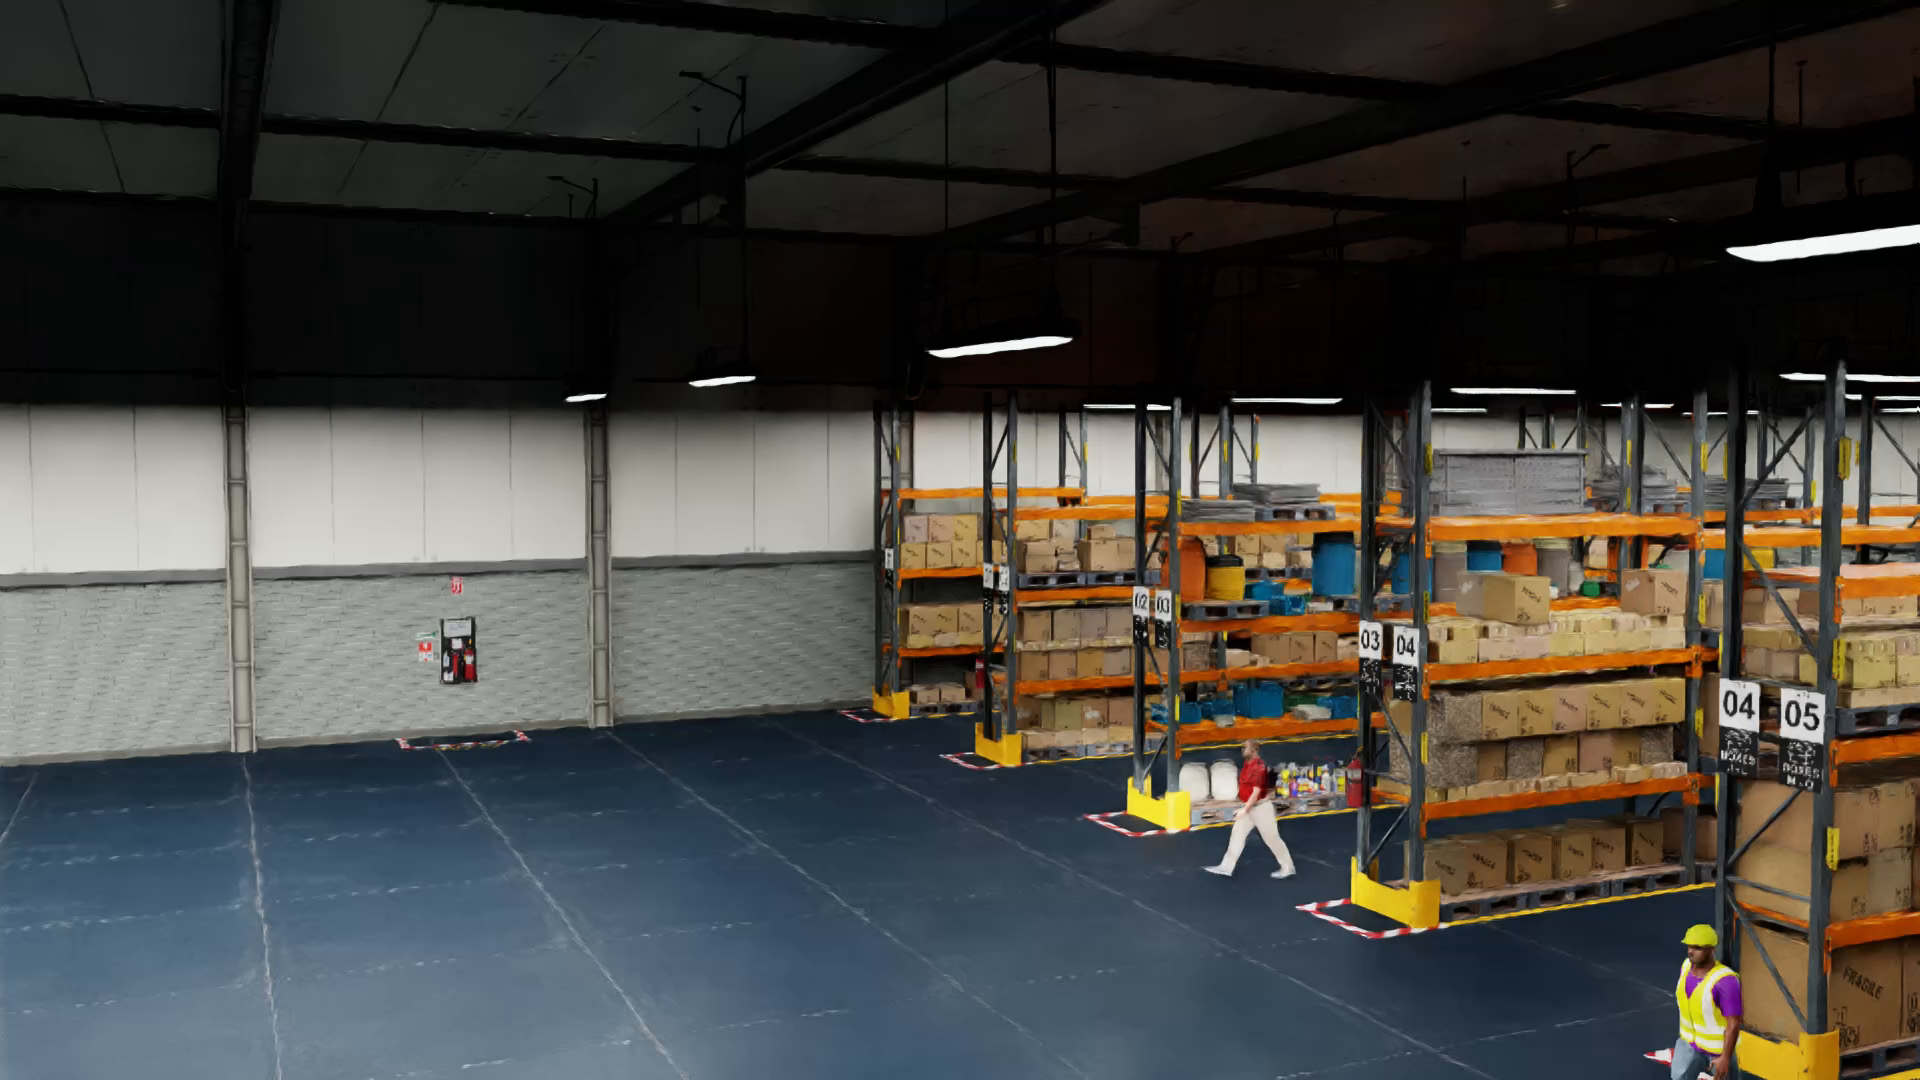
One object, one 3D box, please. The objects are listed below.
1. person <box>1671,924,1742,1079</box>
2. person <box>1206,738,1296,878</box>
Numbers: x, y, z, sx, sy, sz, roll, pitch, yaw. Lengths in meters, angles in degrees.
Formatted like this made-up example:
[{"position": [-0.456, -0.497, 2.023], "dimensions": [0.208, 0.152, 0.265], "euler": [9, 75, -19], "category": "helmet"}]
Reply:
[{"position": [5.366, 3.612, 11.946], "dimensions": [1.041, 1.713, 0.591], "euler": [-2, 4, -25], "category": "person"}, {"position": [3.470, 3.172, 19.683], "dimensions": [1.040, 1.659, 0.532], "euler": [-1, 3, -15], "category": "person"}]
